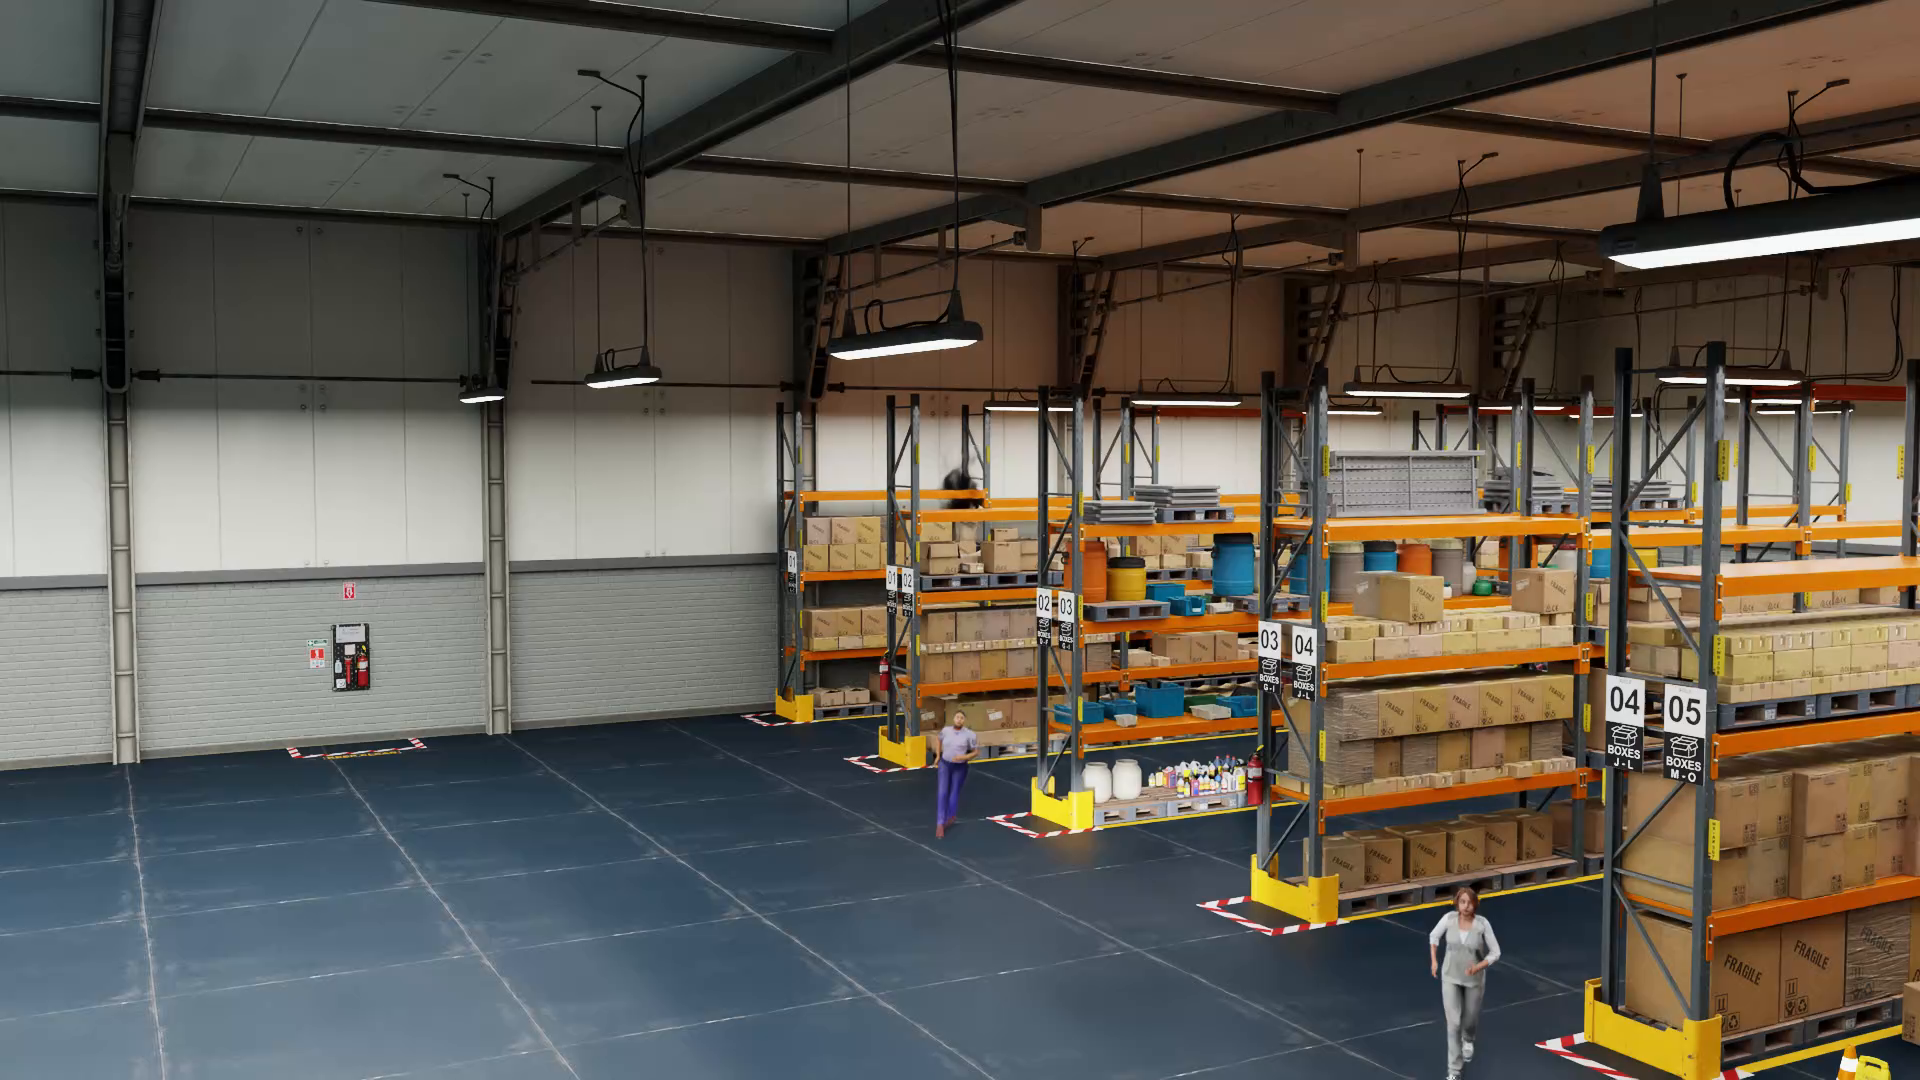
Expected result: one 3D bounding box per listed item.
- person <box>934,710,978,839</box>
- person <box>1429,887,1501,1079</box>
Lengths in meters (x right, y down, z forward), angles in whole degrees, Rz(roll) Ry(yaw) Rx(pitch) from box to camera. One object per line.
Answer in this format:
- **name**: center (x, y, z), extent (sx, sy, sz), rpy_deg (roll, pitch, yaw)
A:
- **person**: center (-0.060, 3.093, 22.195), extent (0.599, 1.646, 0.815), rpy_deg (0, 3, 6)
- **person**: center (4.104, 3.603, 13.545), extent (0.559, 1.599, 0.786), rpy_deg (1, 3, 18)
